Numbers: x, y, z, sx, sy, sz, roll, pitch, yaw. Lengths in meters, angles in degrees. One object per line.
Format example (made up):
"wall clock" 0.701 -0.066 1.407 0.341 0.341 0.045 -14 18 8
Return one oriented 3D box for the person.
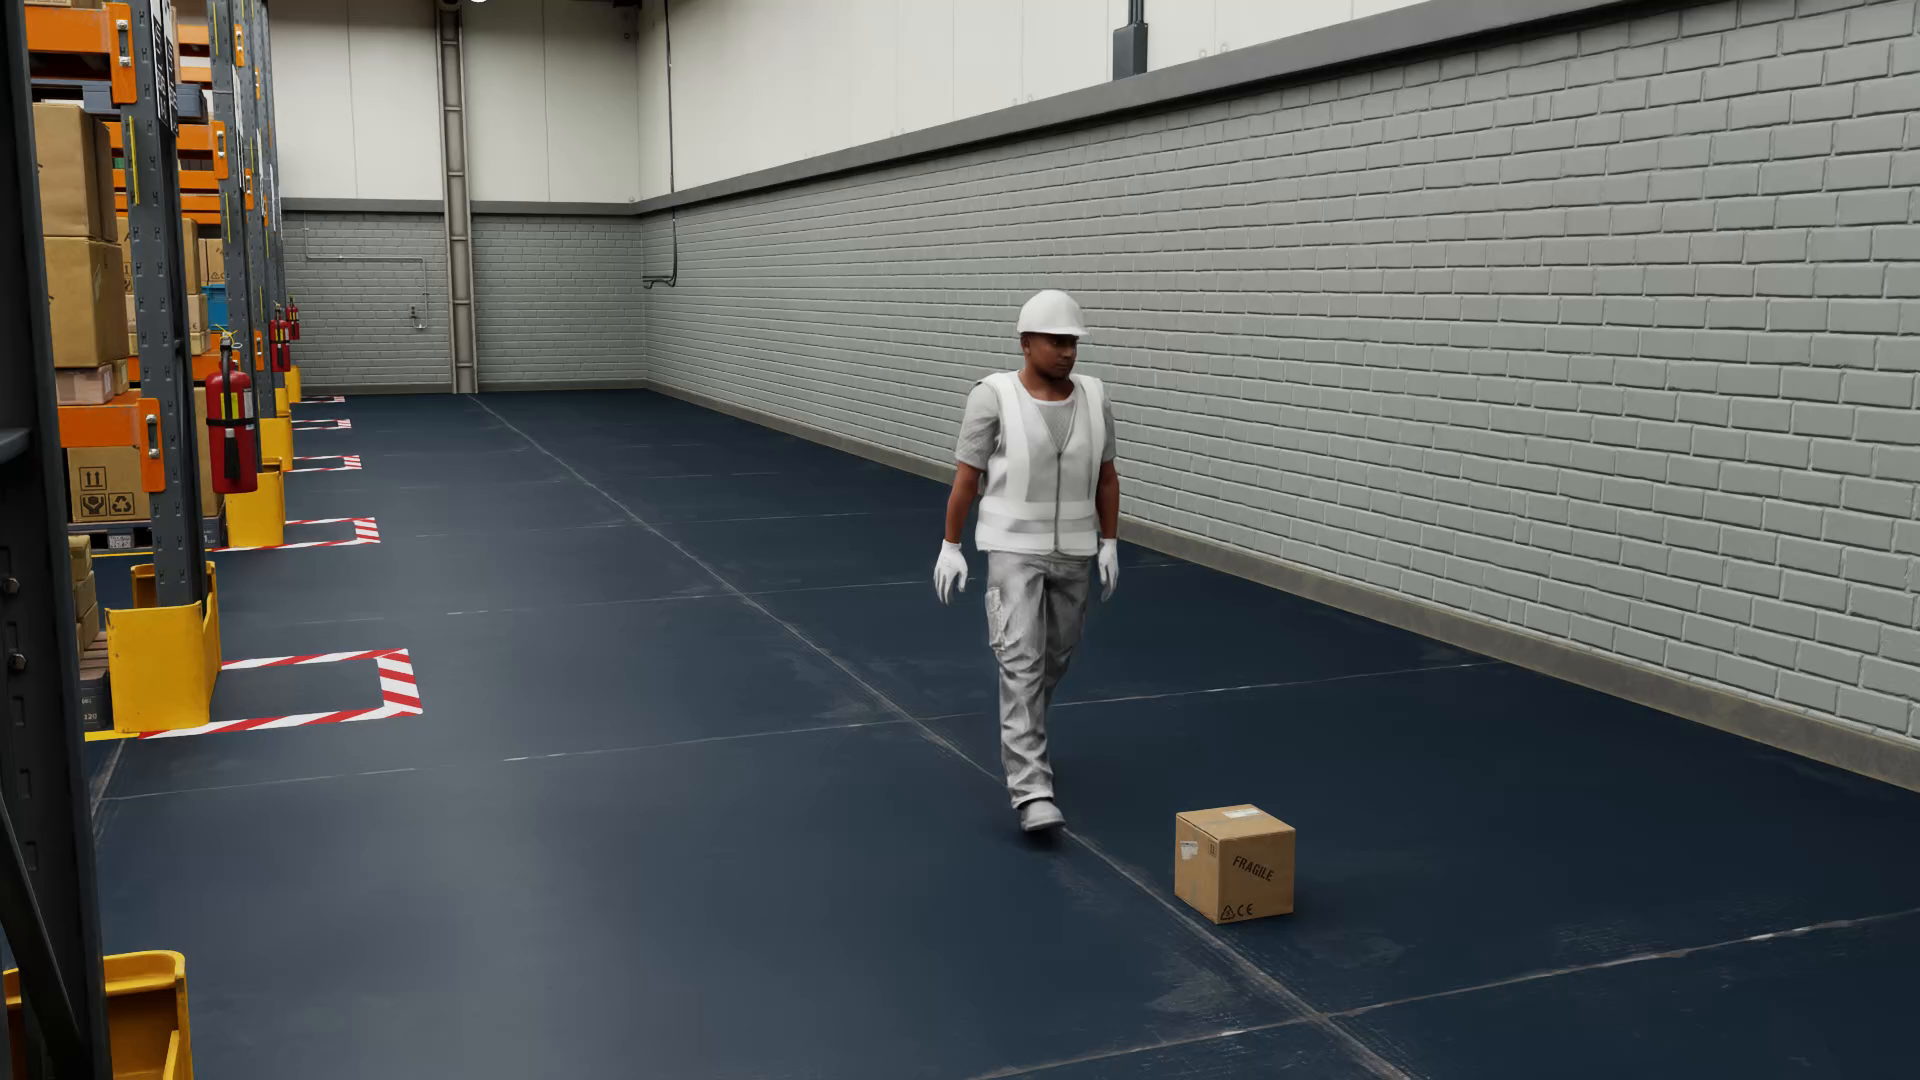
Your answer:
"person" 0.261 -0.293 5.535 0.629 1.066 0.403 -4 10 -22
